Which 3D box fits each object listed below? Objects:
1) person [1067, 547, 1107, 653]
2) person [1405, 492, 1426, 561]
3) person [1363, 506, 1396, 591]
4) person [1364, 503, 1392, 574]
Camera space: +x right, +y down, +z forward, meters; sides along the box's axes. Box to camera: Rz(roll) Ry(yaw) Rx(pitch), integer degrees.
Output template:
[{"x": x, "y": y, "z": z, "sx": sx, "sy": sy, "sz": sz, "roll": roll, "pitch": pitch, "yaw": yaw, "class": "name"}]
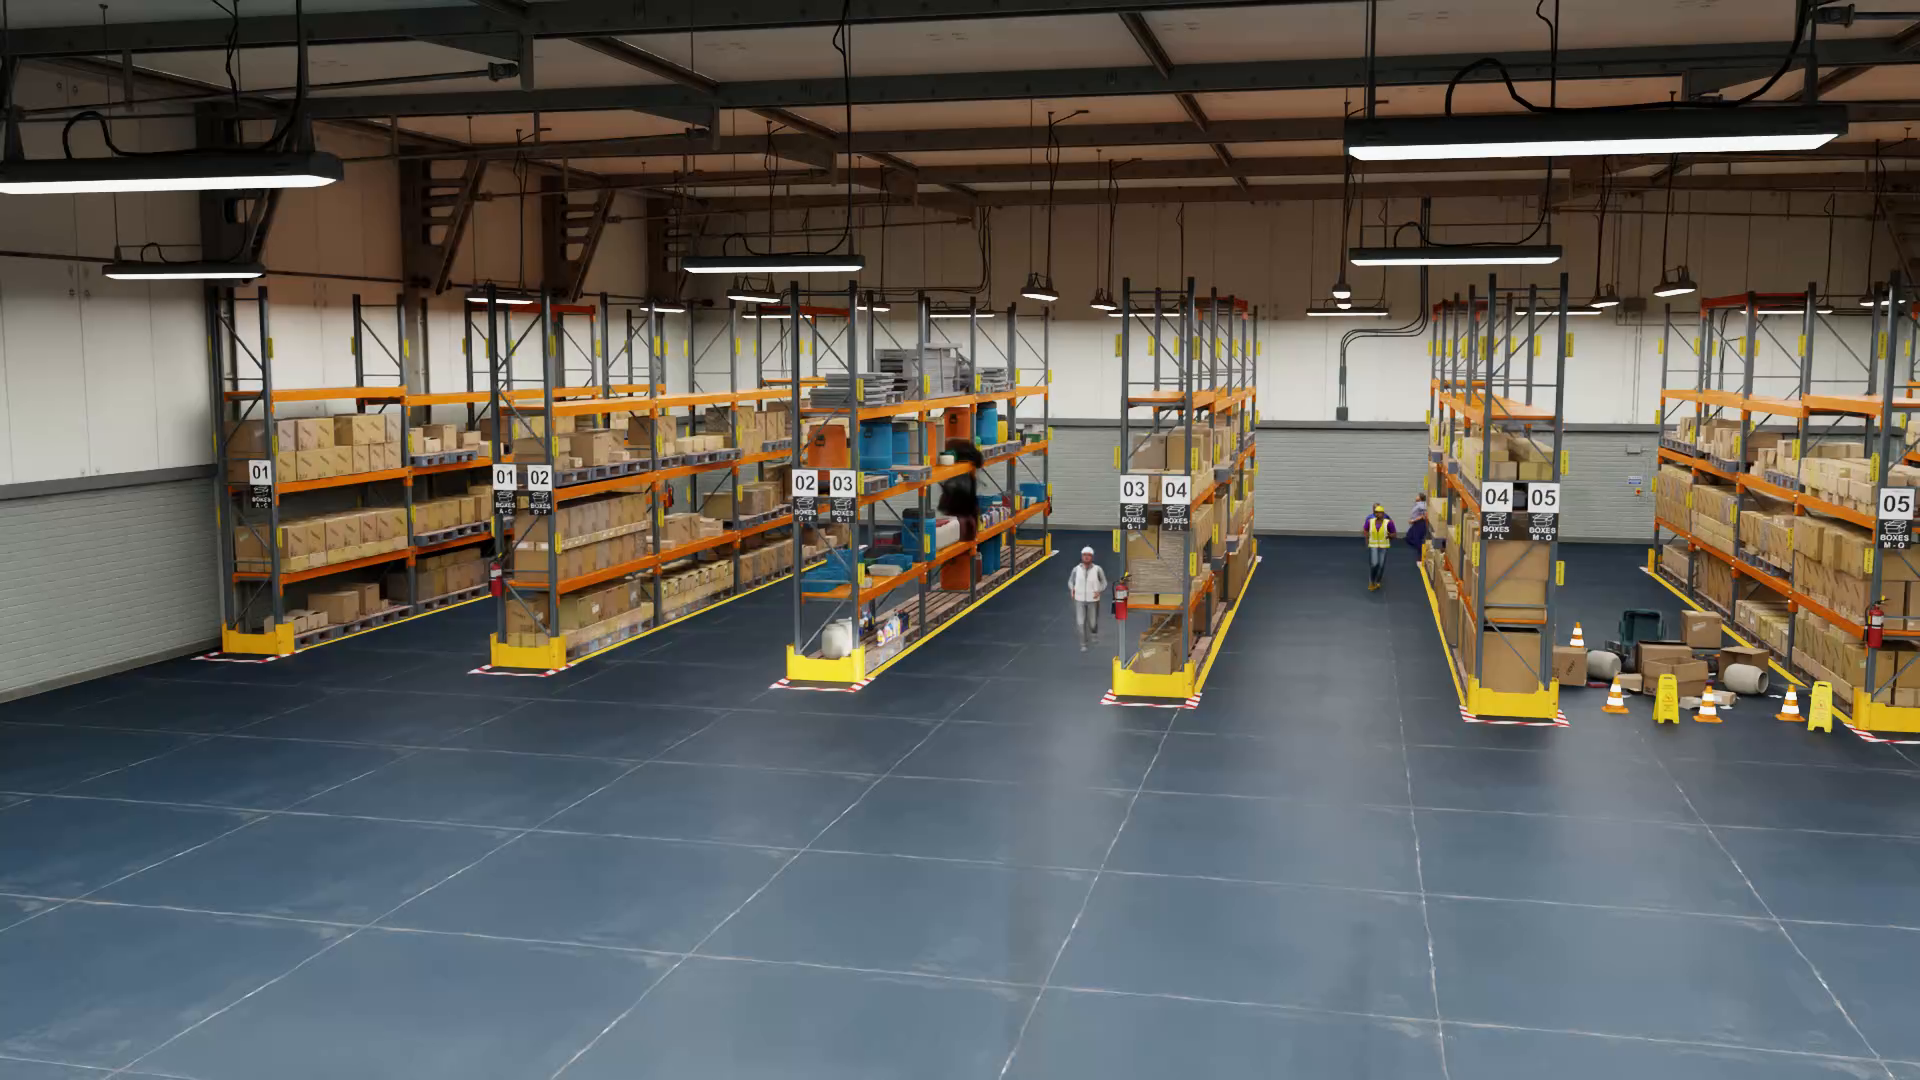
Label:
[{"x": 2.083, "y": 0.973, "z": 27.343, "sx": 0.659, "sy": 1.720, "sz": 0.616, "roll": 1, "pitch": 7, "yaw": 11, "class": "person"}, {"x": 10.831, "y": -0.315, "z": 39.378, "sx": 0.494, "sy": 1.607, "sz": 0.613, "roll": 0, "pitch": 7, "yaw": 3, "class": "person"}, {"x": 8.687, "y": 0.192, "z": 34.441, "sx": 0.664, "sy": 1.798, "sz": 0.713, "roll": 2, "pitch": 7, "yaw": 13, "class": "person"}, {"x": 9.114, "y": 0.026, "z": 36.279, "sx": 0.585, "sy": 1.695, "sz": 0.882, "roll": 2, "pitch": 7, "yaw": 17, "class": "person"}]
